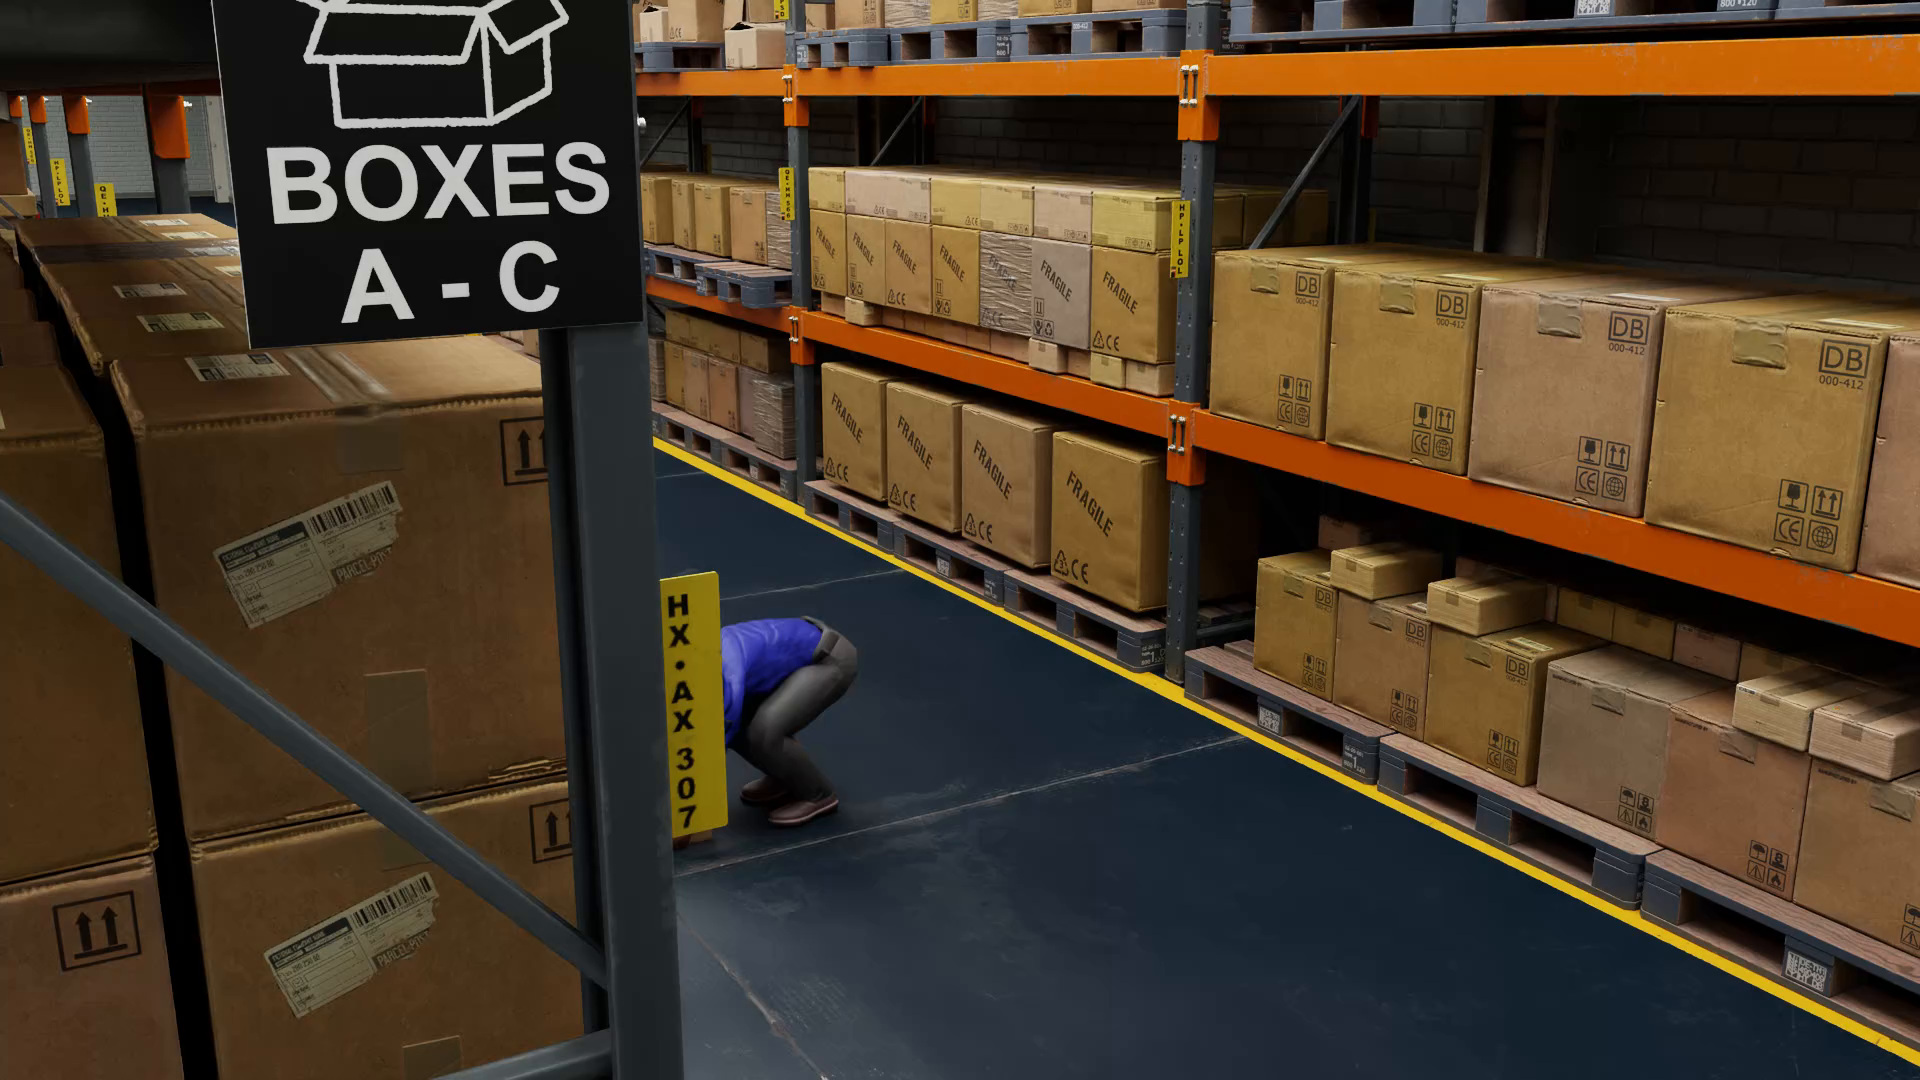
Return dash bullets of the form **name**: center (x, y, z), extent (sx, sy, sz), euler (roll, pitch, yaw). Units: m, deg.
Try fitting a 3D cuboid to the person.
- **person**: center (-0.703, 0.236, 6.165), extent (0.518, 1.650, 0.451), euler (-8, 17, -29)
